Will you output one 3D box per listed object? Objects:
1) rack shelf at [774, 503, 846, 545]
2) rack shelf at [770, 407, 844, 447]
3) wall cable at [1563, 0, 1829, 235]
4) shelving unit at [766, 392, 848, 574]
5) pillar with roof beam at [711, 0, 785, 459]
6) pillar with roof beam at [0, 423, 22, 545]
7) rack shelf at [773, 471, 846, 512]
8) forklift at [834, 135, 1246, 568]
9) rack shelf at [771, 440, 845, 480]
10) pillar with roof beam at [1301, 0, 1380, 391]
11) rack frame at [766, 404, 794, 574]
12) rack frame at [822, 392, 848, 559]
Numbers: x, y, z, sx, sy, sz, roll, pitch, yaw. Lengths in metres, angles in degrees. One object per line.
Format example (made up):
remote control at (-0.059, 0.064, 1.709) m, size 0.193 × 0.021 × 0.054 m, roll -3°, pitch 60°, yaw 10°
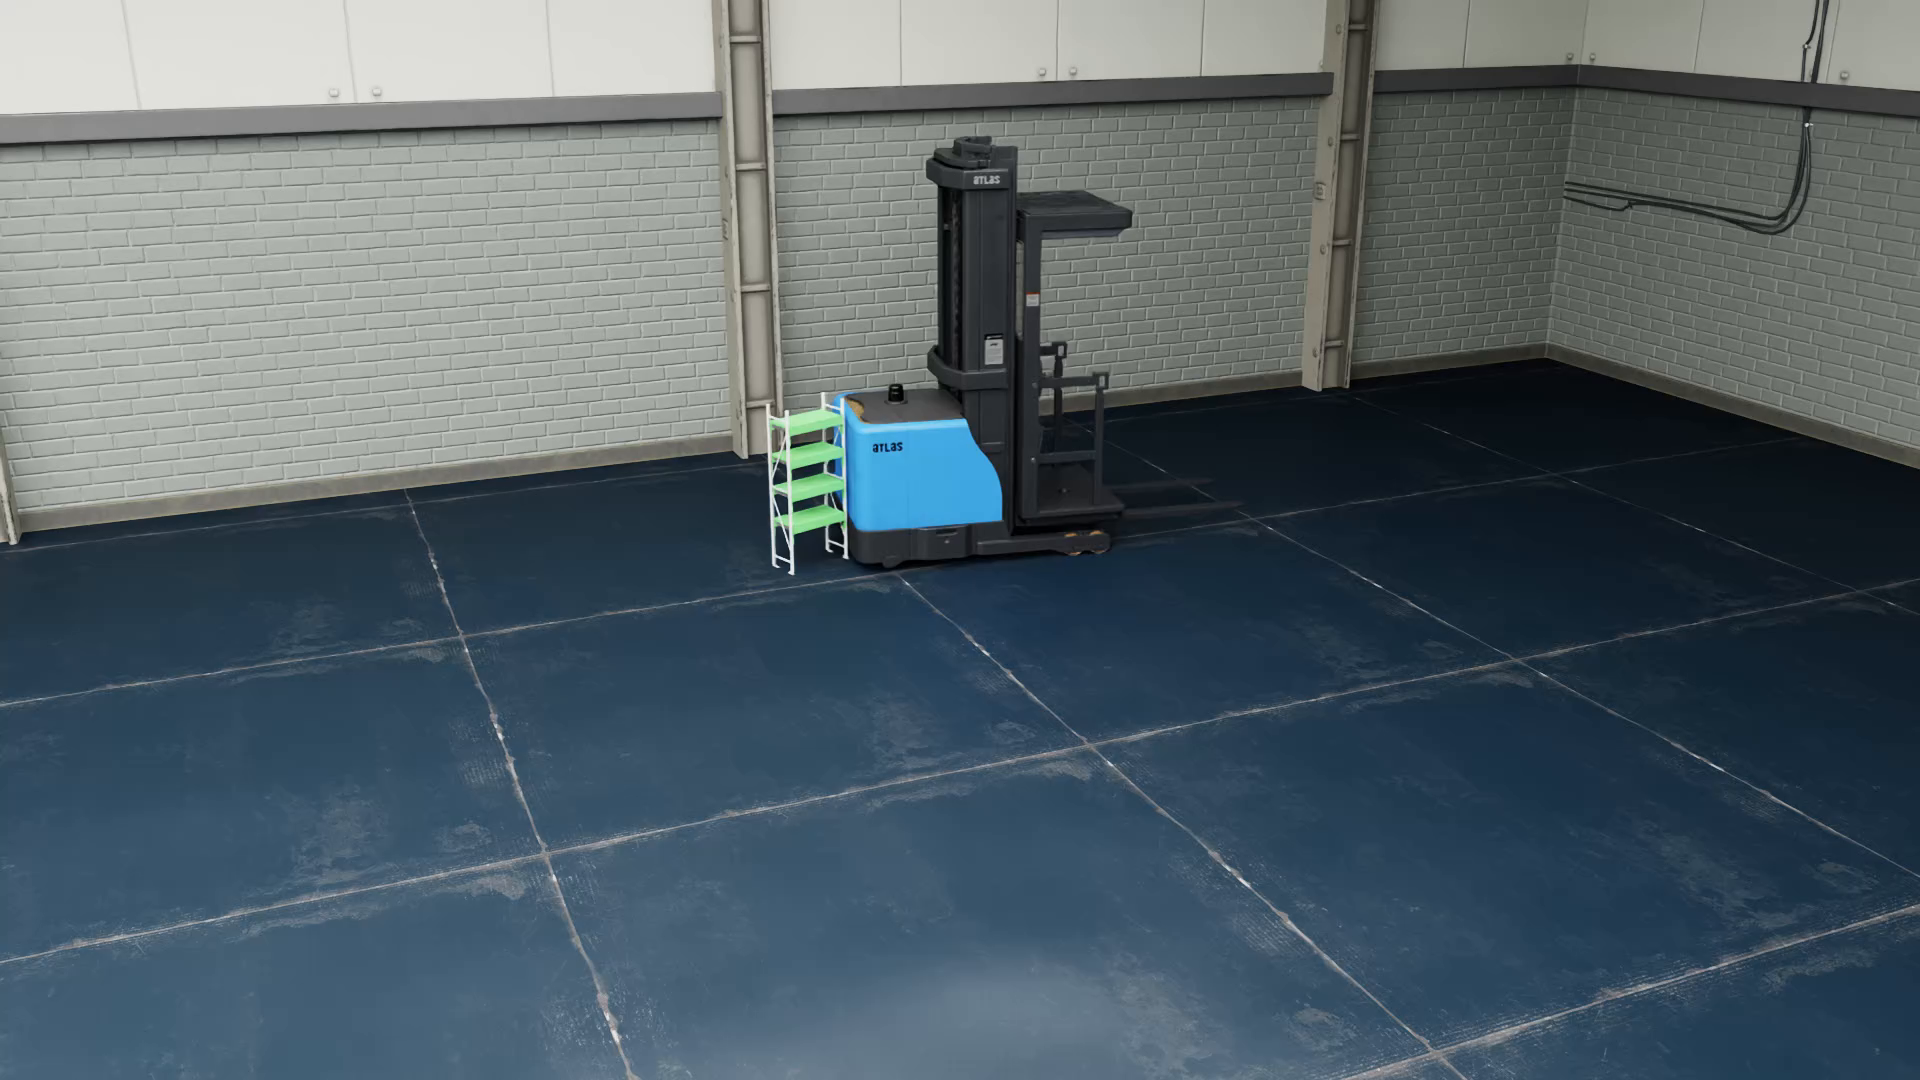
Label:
rack shelf at (-1.086, -0.120, 11.971) m, size 0.480 × 0.148 × 0.258 m, roll -17°, pitch 26°, yaw -40°
rack shelf at (-1.086, -0.799, 11.732) m, size 0.480 × 0.148 × 0.258 m, roll -17°, pitch 26°, yaw -40°
wall cable at (6.955, -4.336, 15.964) m, size 0.112 × 2.526 × 3.097 m, roll -8°, pitch 21°, yaw -22°
shelving unit at (-1.086, -0.407, 11.870) m, size 0.503 × 1.200 × 0.258 m, roll -17°, pitch 26°, yaw -40°
pillar with roof beam at (-0.078, -3.715, 9.522) m, size 0.400 × 9.000 × 9.100 m, roll -8°, pitch 21°, yaw -22°
pillar with roof beam at (-5.588, -2.925, 7.280) m, size 0.400 × 9.000 × 9.100 m, roll -8°, pitch 21°, yaw -22°
rack shelf at (-1.086, -0.346, 11.891) m, size 0.480 × 0.148 × 0.258 m, roll -17°, pitch 26°, yaw -40°
forklift at (0.621, -1.429, 12.168) m, size 3.031 × 2.935 × 1.130 m, roll -5°, pitch 20°, yaw -13°
rack shelf at (-1.086, -0.573, 11.812) m, size 0.480 × 0.148 × 0.258 m, roll -17°, pitch 26°, yaw -40°
pillar with roof beam at (5.431, -4.504, 11.764) m, size 0.400 × 9.000 × 9.100 m, roll -8°, pitch 21°, yaw -22°
rack frame at (-1.266, -0.352, 11.715) m, size 0.015 × 1.200 × 0.240 m, roll -17°, pitch 26°, yaw -40°
rack frame at (-0.906, -0.461, 12.026) m, size 0.015 × 1.200 × 0.240 m, roll -17°, pitch 26°, yaw -40°
